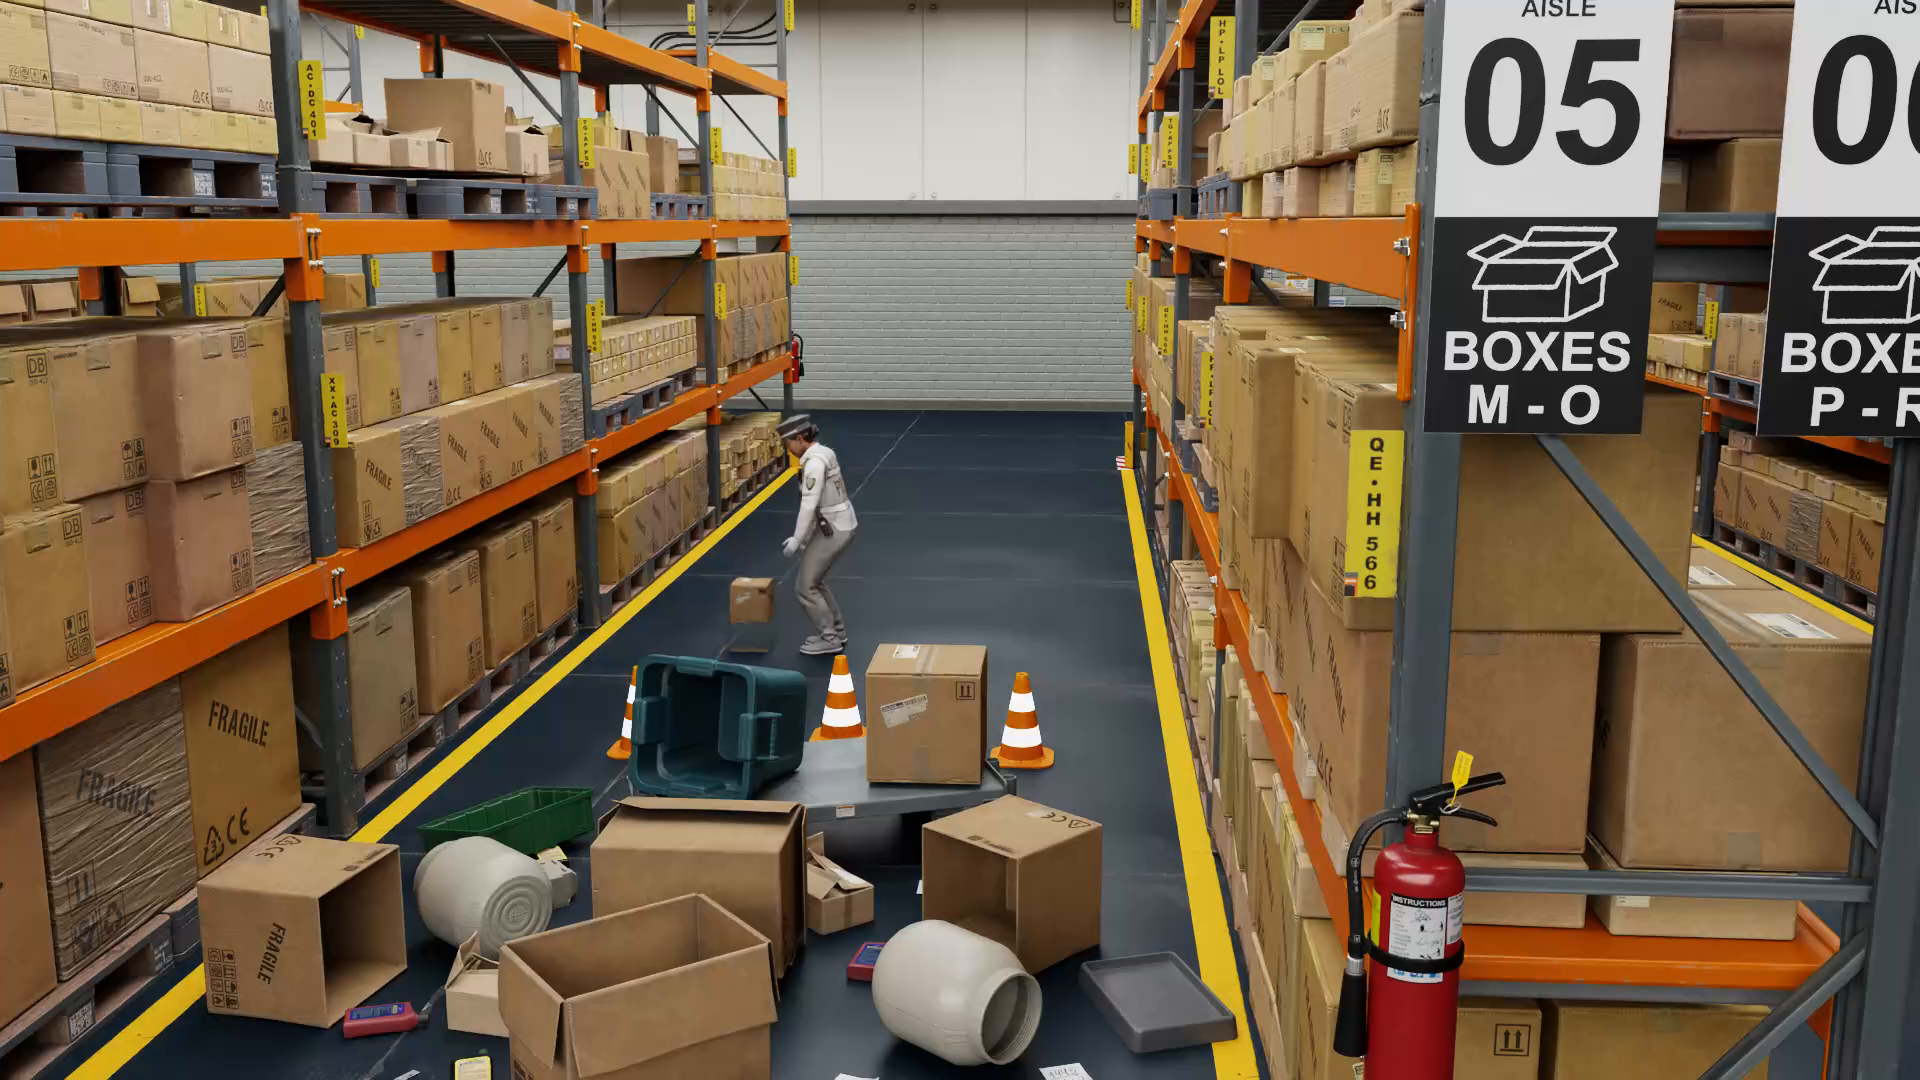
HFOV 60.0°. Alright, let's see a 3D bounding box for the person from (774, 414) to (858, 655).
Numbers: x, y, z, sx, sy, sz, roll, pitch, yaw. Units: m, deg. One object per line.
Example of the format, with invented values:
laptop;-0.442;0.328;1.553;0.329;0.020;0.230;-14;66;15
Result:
person;-0.941;-0.037;10.892;0.526;1.576;0.516;1;11;5
